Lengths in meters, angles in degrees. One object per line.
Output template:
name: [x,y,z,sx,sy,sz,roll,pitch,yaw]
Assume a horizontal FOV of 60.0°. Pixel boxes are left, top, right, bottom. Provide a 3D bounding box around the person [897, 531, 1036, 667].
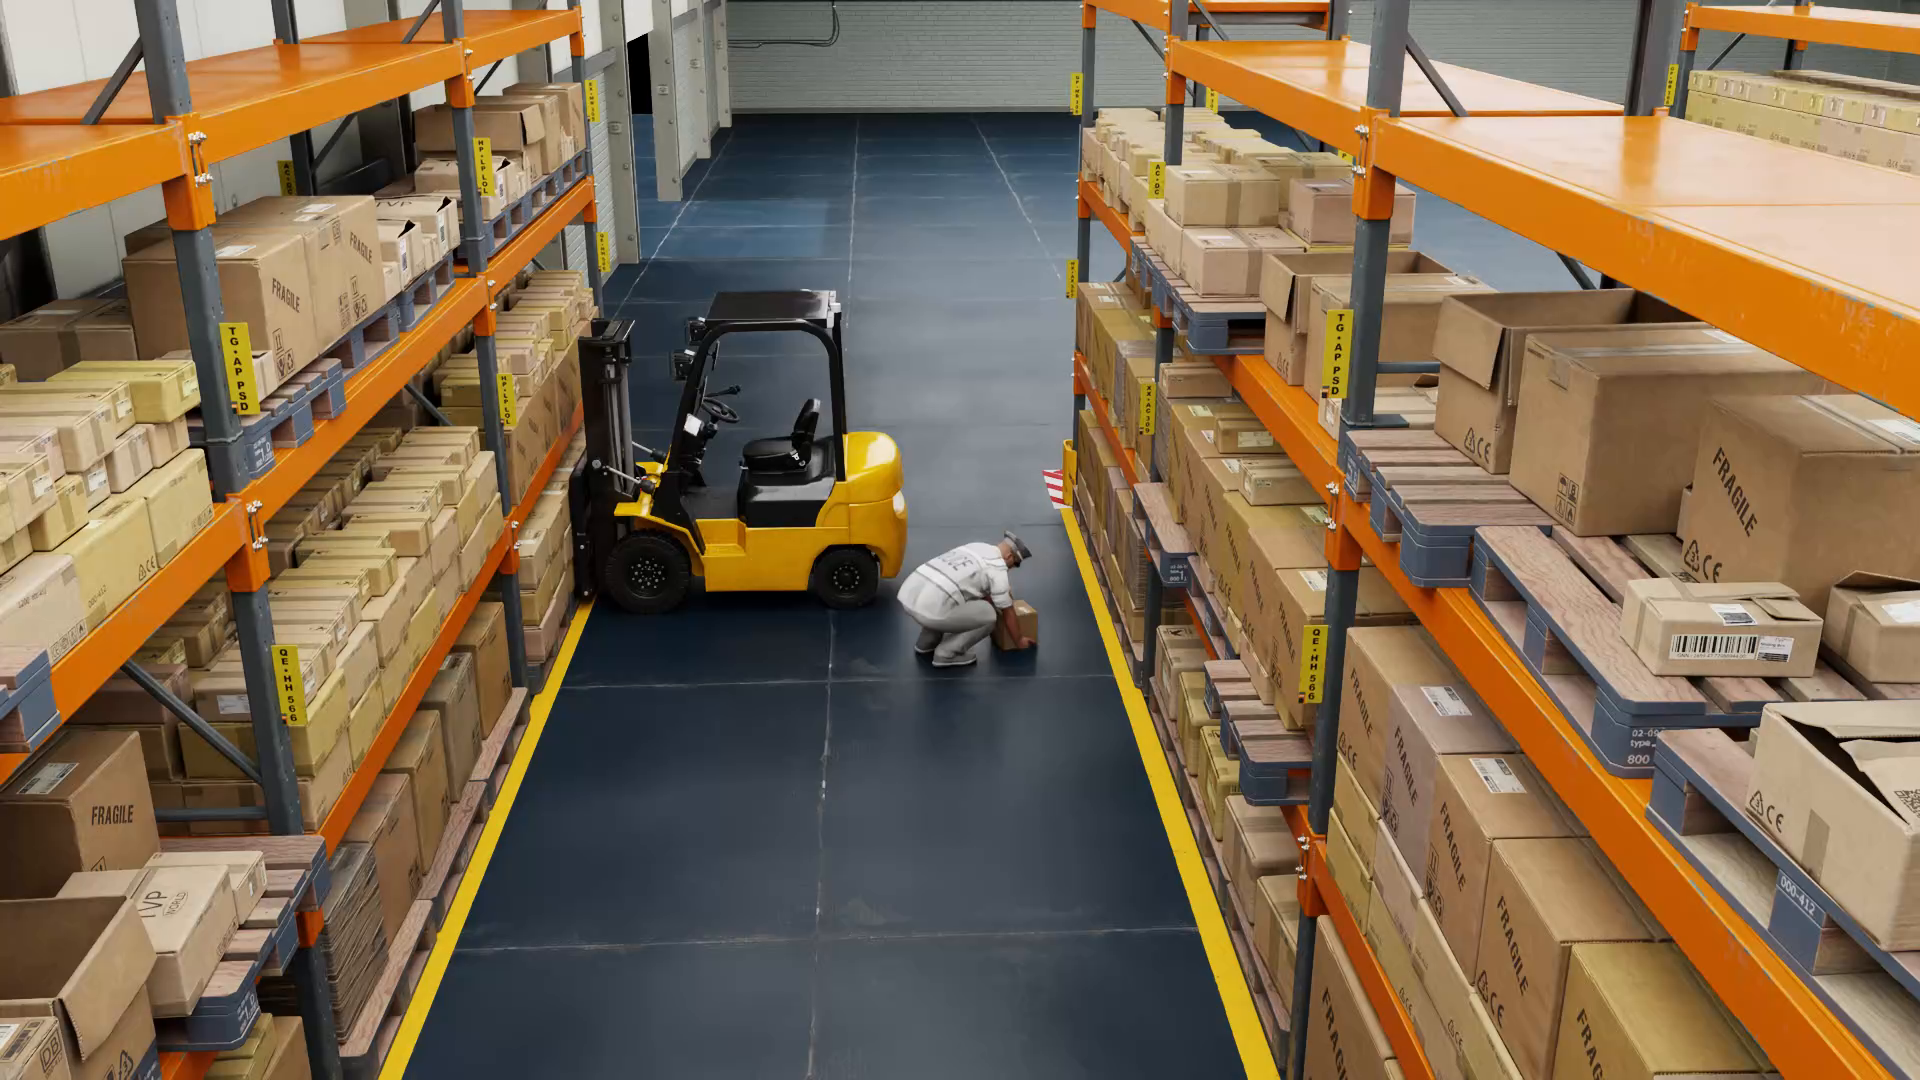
person: [0.058,0.428,11.390,1.000,0.877,0.540,-11,23,-27]
